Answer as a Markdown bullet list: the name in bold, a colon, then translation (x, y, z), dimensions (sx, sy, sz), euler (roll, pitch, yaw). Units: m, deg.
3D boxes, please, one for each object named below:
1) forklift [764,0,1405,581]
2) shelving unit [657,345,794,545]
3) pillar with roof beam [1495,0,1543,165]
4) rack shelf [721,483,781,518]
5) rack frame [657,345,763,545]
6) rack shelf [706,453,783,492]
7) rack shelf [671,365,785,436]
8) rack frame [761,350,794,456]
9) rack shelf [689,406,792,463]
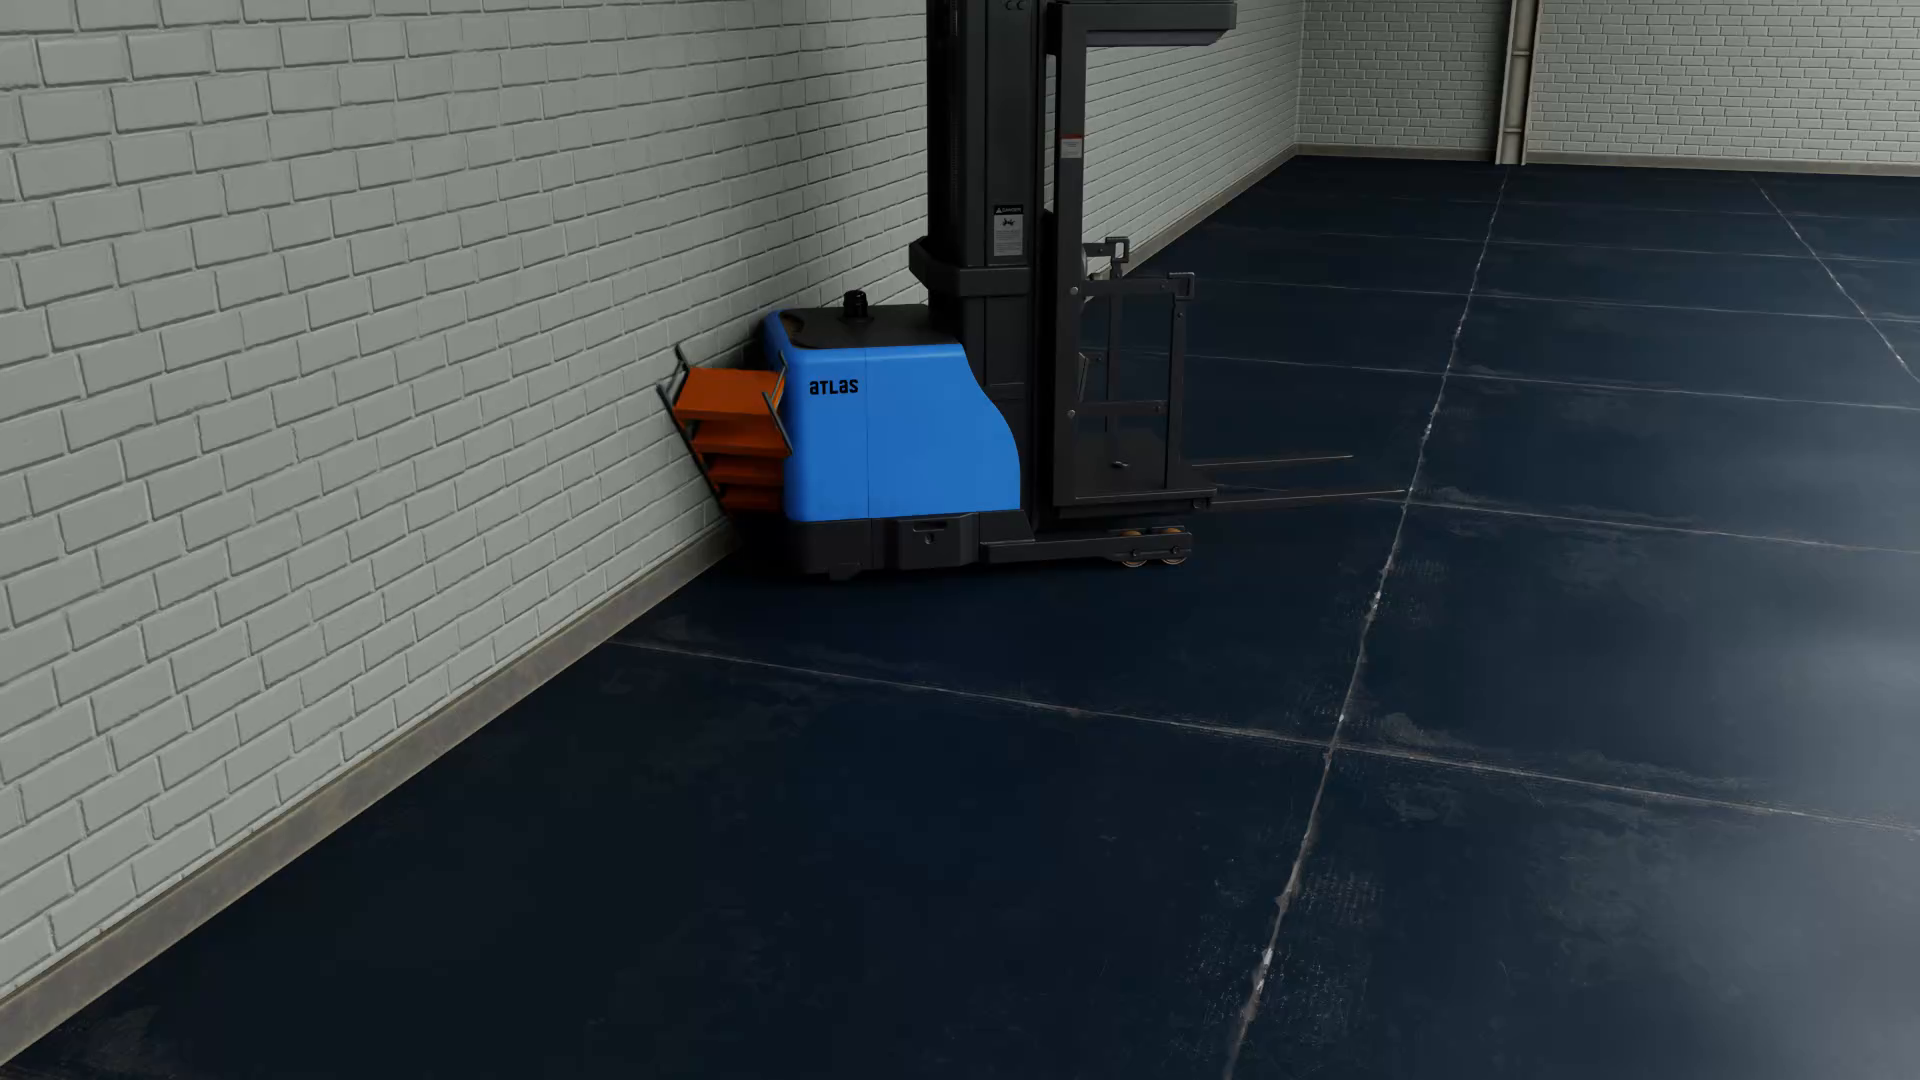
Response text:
- **forklift**: translation (0.617, -1.424, 7.709), dimensions (3.031, 2.935, 1.130), euler (-4, 20, -11)
- **shelving unit**: translation (-0.897, -0.383, 7.555), dimensions (0.503, 1.200, 0.258), euler (5, 56, 18)
- **pillar with roof beam**: translation (6.220, -8.136, 17.746), dimensions (0.400, 9.000, 9.100), euler (7, 20, 18)
- **rack shelf**: translation (-0.840, -0.229, 7.765), dimensions (0.480, 0.148, 0.258), euler (5, 56, 18)
- **rack frame**: translation (-1.128, -0.402, 7.632), dimensions (0.015, 1.200, 0.240), euler (5, 56, 18)
- **rack shelf**: translation (-0.883, -0.344, 7.608), dimensions (0.480, 0.148, 0.258), euler (5, 56, 18)
- **rack shelf**: translation (-0.981, -0.609, 7.246), dimensions (0.480, 0.148, 0.258), euler (5, 56, 18)
- **rack frame**: translation (-0.666, -0.363, 7.479), dimensions (0.015, 1.200, 0.240), euler (5, 56, 18)
- **rack shelf**: translation (-0.930, -0.473, 7.432), dimensions (0.480, 0.148, 0.258), euler (5, 56, 18)
